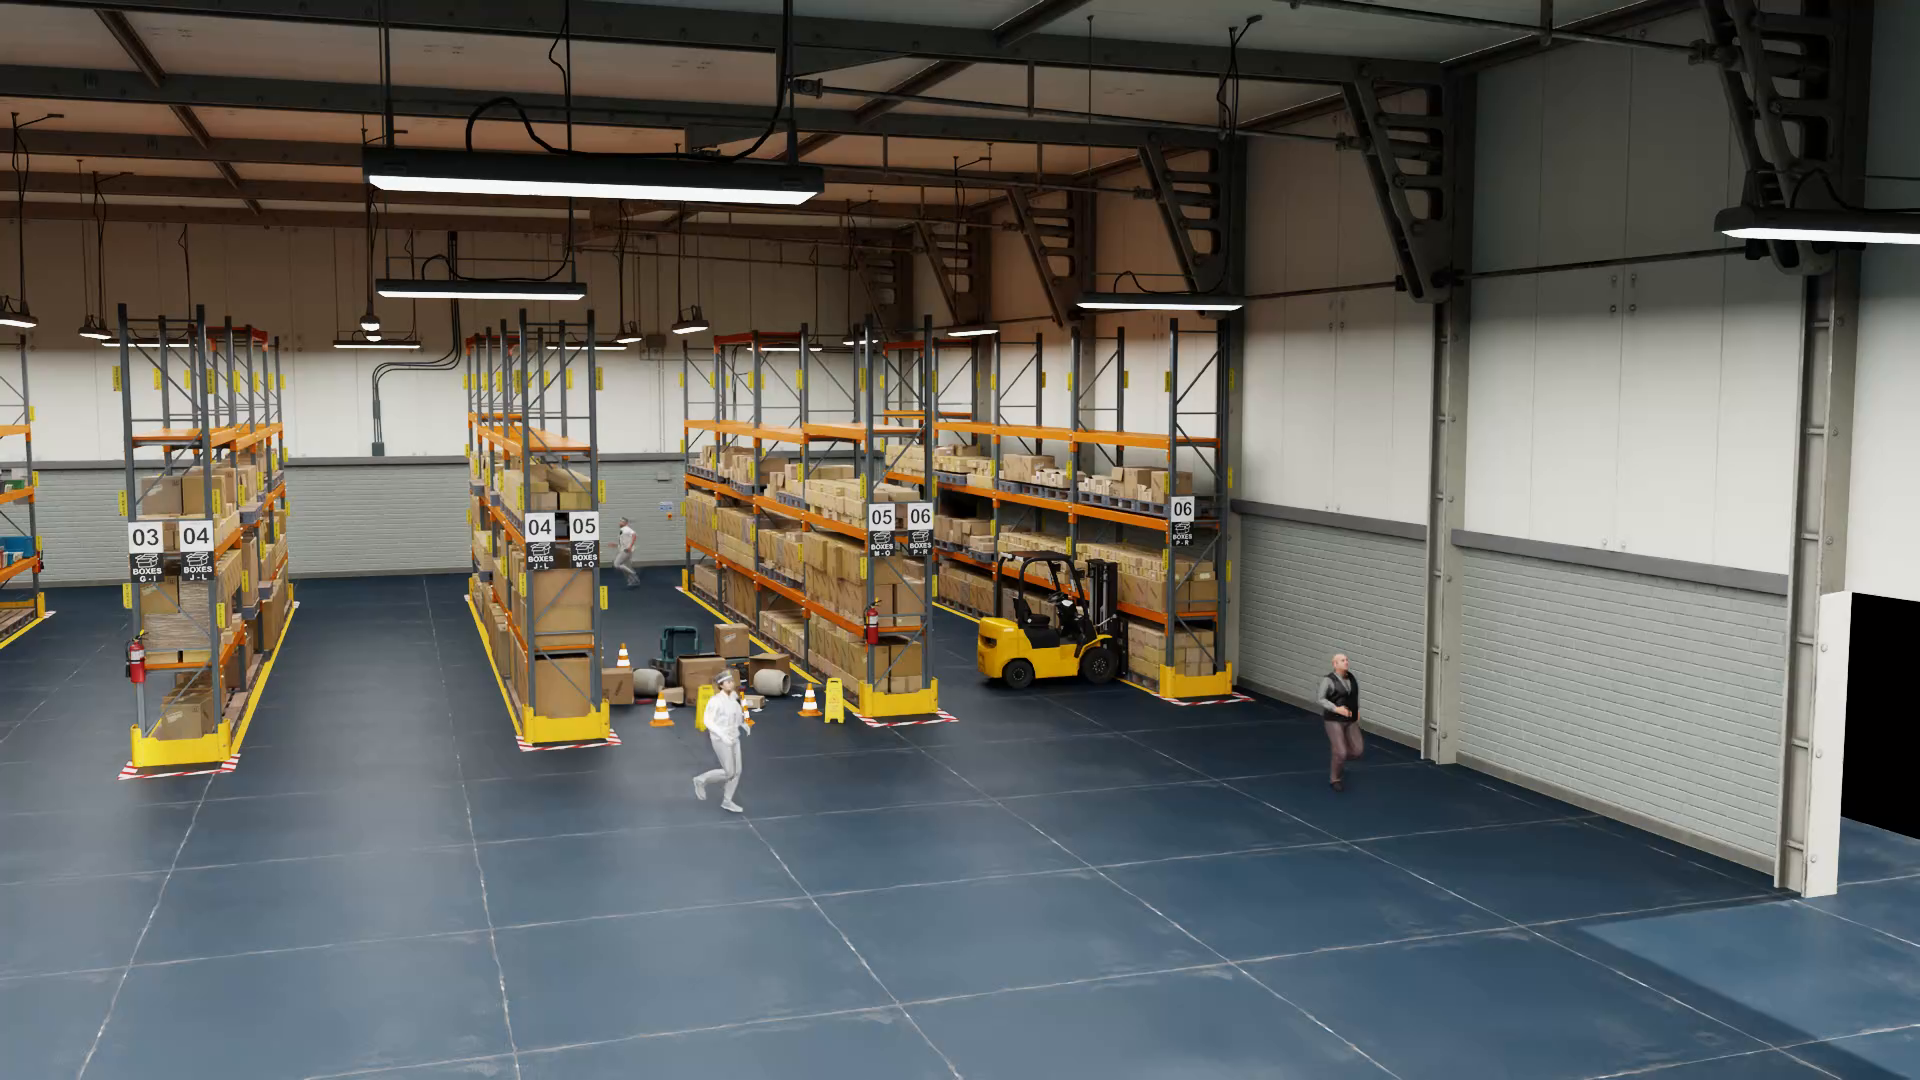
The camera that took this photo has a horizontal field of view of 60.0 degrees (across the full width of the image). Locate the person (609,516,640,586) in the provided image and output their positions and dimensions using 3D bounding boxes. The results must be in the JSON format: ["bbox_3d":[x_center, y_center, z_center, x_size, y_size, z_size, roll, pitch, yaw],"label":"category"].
[{"bbox_3d":[-8.207,0.276,40.668,0.751,1.742,0.695,-2,6,-16],"label":"person"}]

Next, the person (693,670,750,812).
[{"bbox_3d":[-2.790,2.336,19.544,0.606,1.678,0.617,3,6,29],"label":"person"}]

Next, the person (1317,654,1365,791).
[{"bbox_3d":[4.691,2.234,20.421,0.698,1.687,0.591,-3,6,-26],"label":"person"}]
